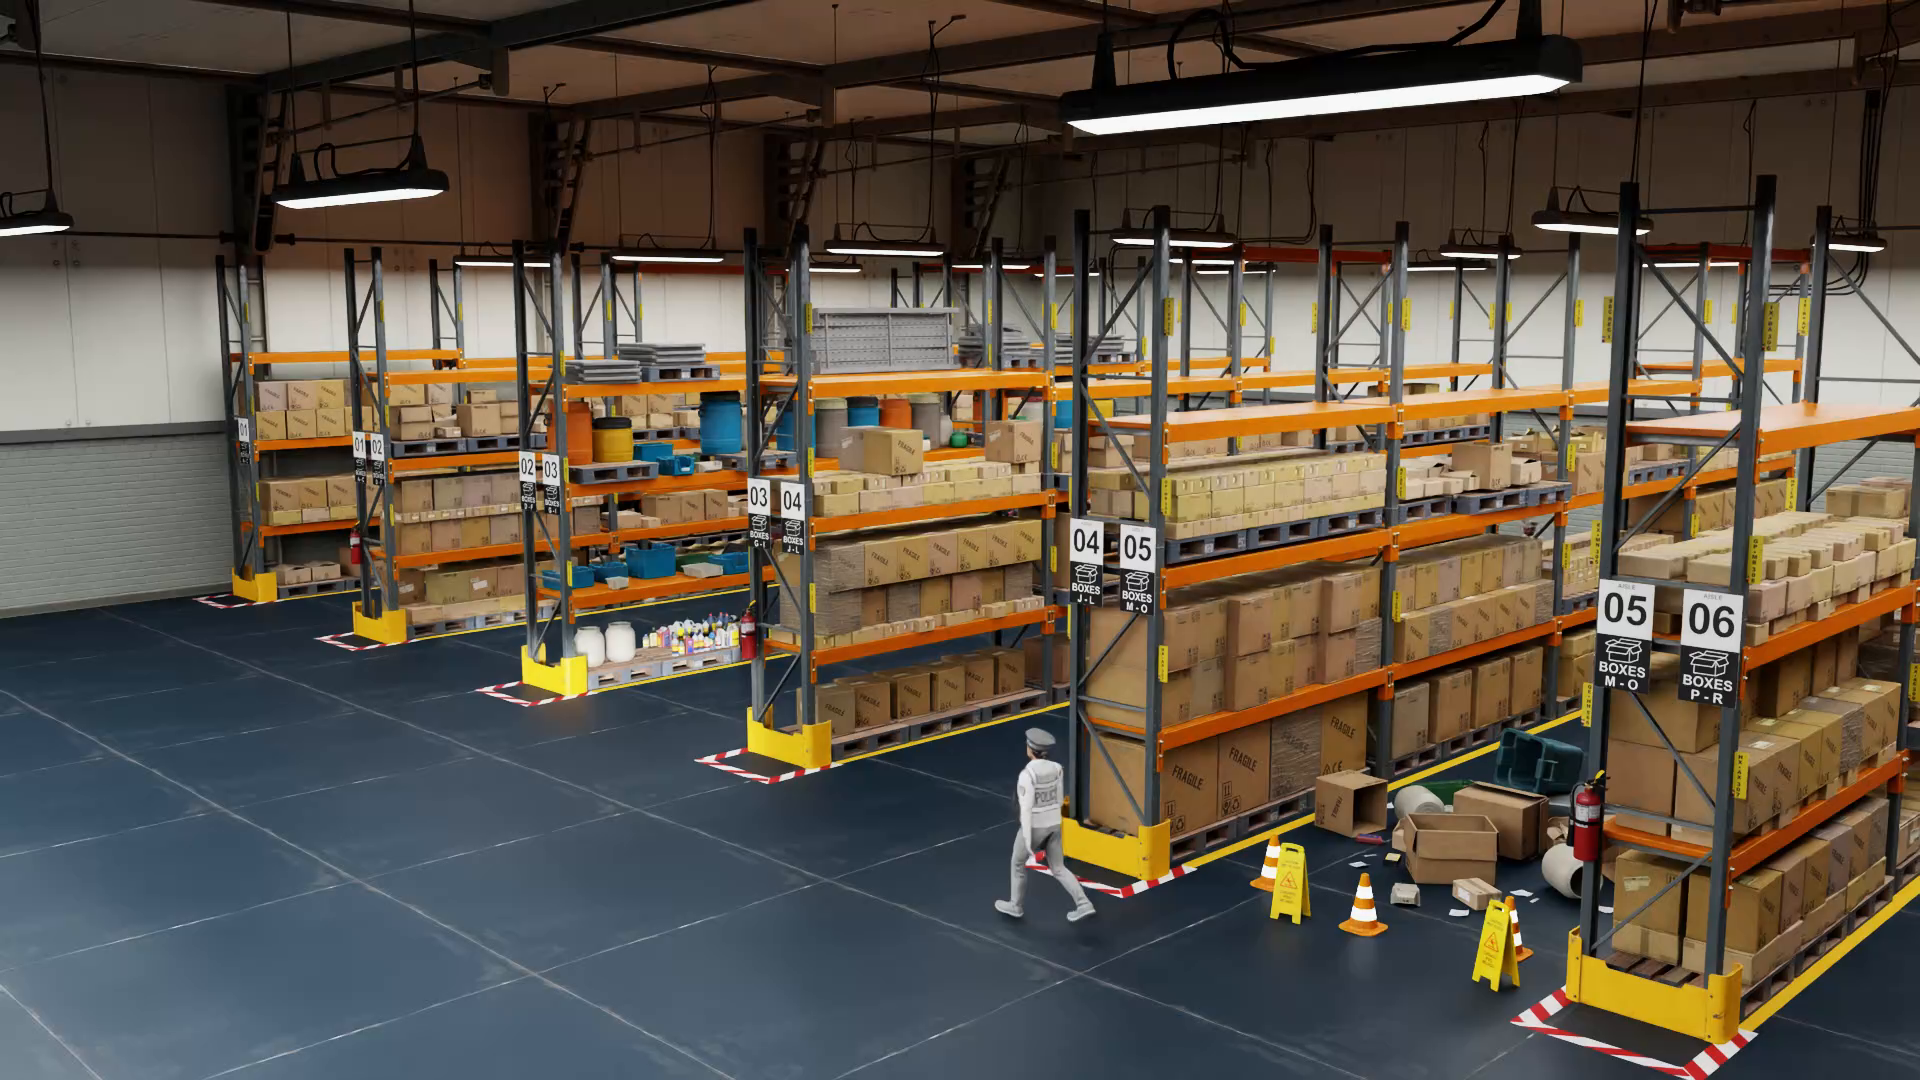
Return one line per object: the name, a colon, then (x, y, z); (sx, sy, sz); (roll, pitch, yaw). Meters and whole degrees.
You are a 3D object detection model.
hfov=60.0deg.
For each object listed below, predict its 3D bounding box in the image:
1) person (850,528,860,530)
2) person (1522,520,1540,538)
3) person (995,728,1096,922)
person: (-1.753, 0.508, 27.220); (0.932, 1.631, 0.522); (-7, 11, -40)
person: (9.409, 0.453, 27.495); (0.495, 1.612, 1.045); (8, 11, 44)
person: (0.691, 2.395, 13.845); (0.486, 1.637, 0.970); (-8, 11, -44)
